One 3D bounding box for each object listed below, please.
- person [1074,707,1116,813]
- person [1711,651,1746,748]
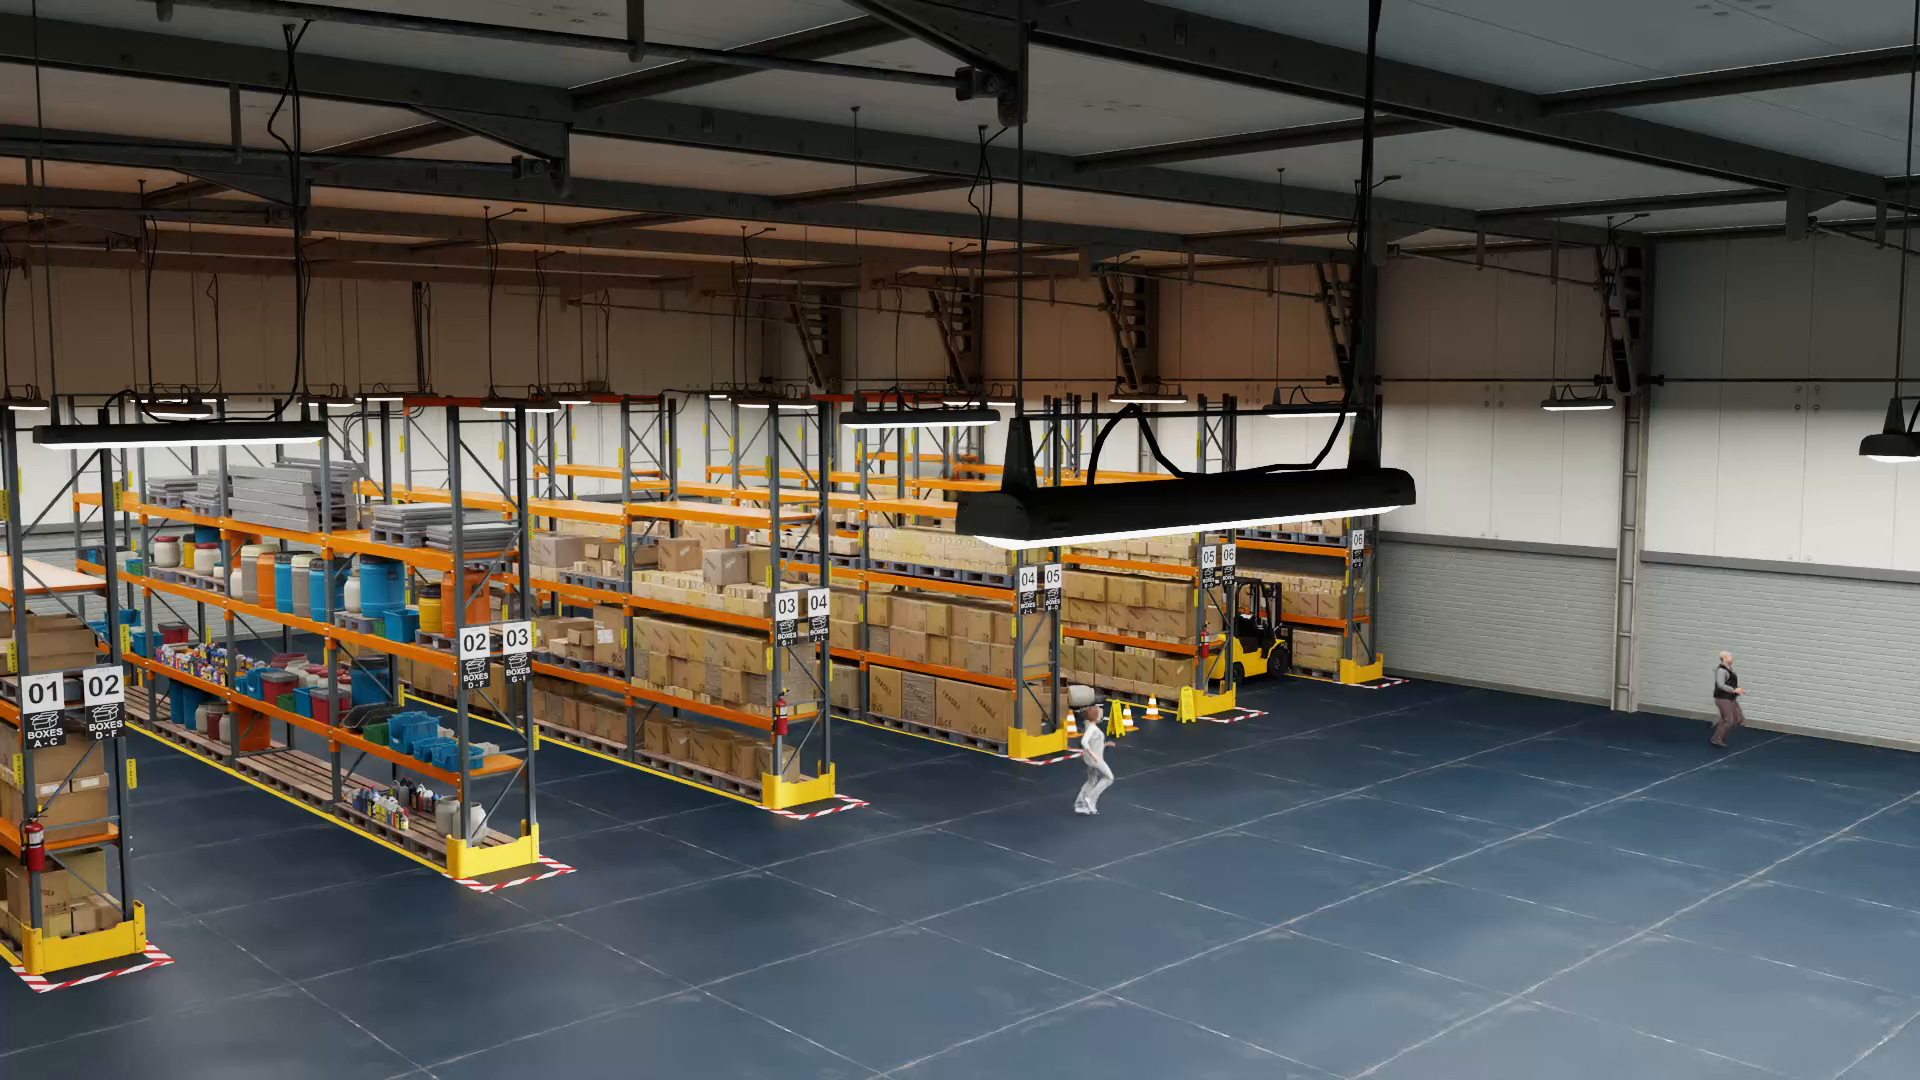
[{"bbox_3d":[1.971,3.200,24.163,0.621,1.565,0.517,-1,6,-10],"label":"person"},{"bbox_3d":[13.196,2.736,28.564,0.568,1.680,0.653,4,7,36],"label":"person"}]
